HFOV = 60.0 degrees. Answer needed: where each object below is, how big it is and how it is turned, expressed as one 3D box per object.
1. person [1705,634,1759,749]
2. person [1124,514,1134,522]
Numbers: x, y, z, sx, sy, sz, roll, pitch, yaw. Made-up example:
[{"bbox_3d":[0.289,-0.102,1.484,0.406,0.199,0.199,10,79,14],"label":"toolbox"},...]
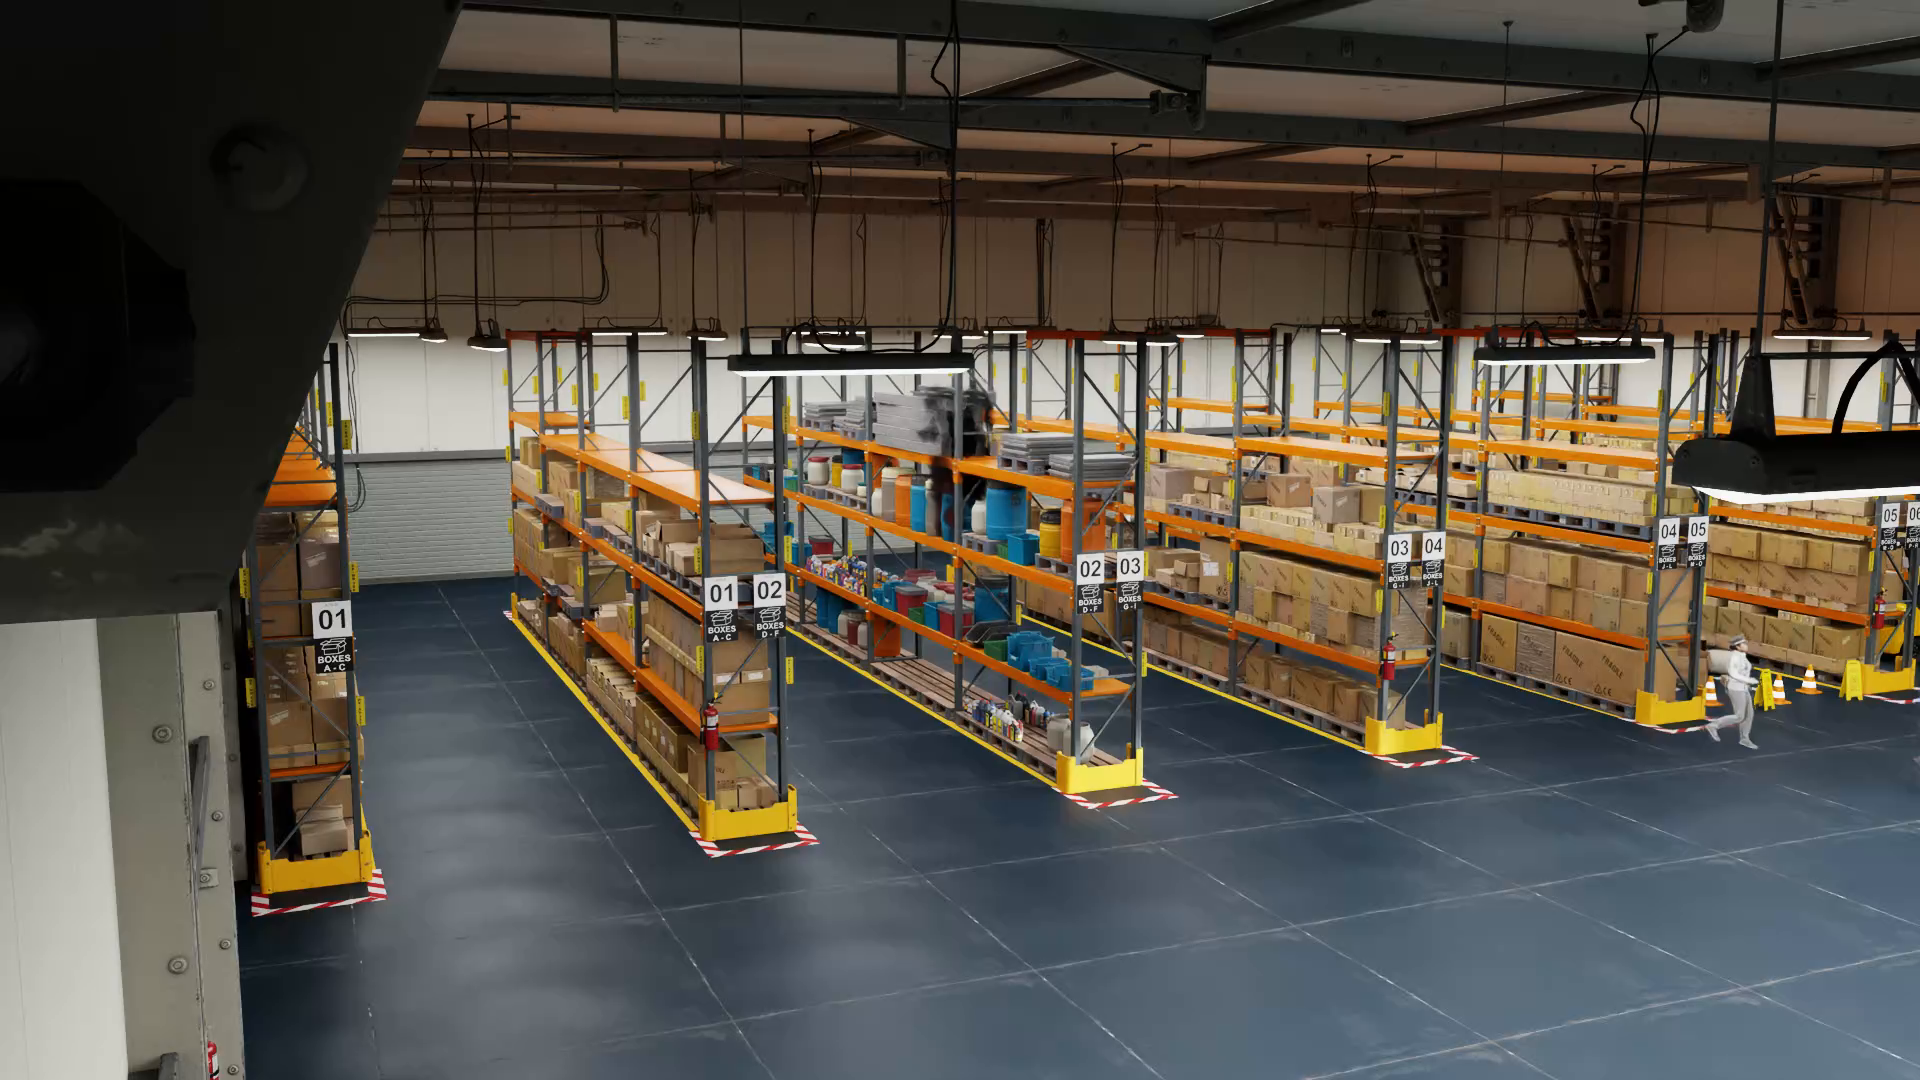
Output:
[{"bbox_3d":[11.346,2.211,24.336,0.733,1.714,0.628,4,9,29],"label":"person"},{"bbox_3d":[4.161,-0.122,41.292,0.630,1.740,0.701,-5,9,-34],"label":"person"}]
